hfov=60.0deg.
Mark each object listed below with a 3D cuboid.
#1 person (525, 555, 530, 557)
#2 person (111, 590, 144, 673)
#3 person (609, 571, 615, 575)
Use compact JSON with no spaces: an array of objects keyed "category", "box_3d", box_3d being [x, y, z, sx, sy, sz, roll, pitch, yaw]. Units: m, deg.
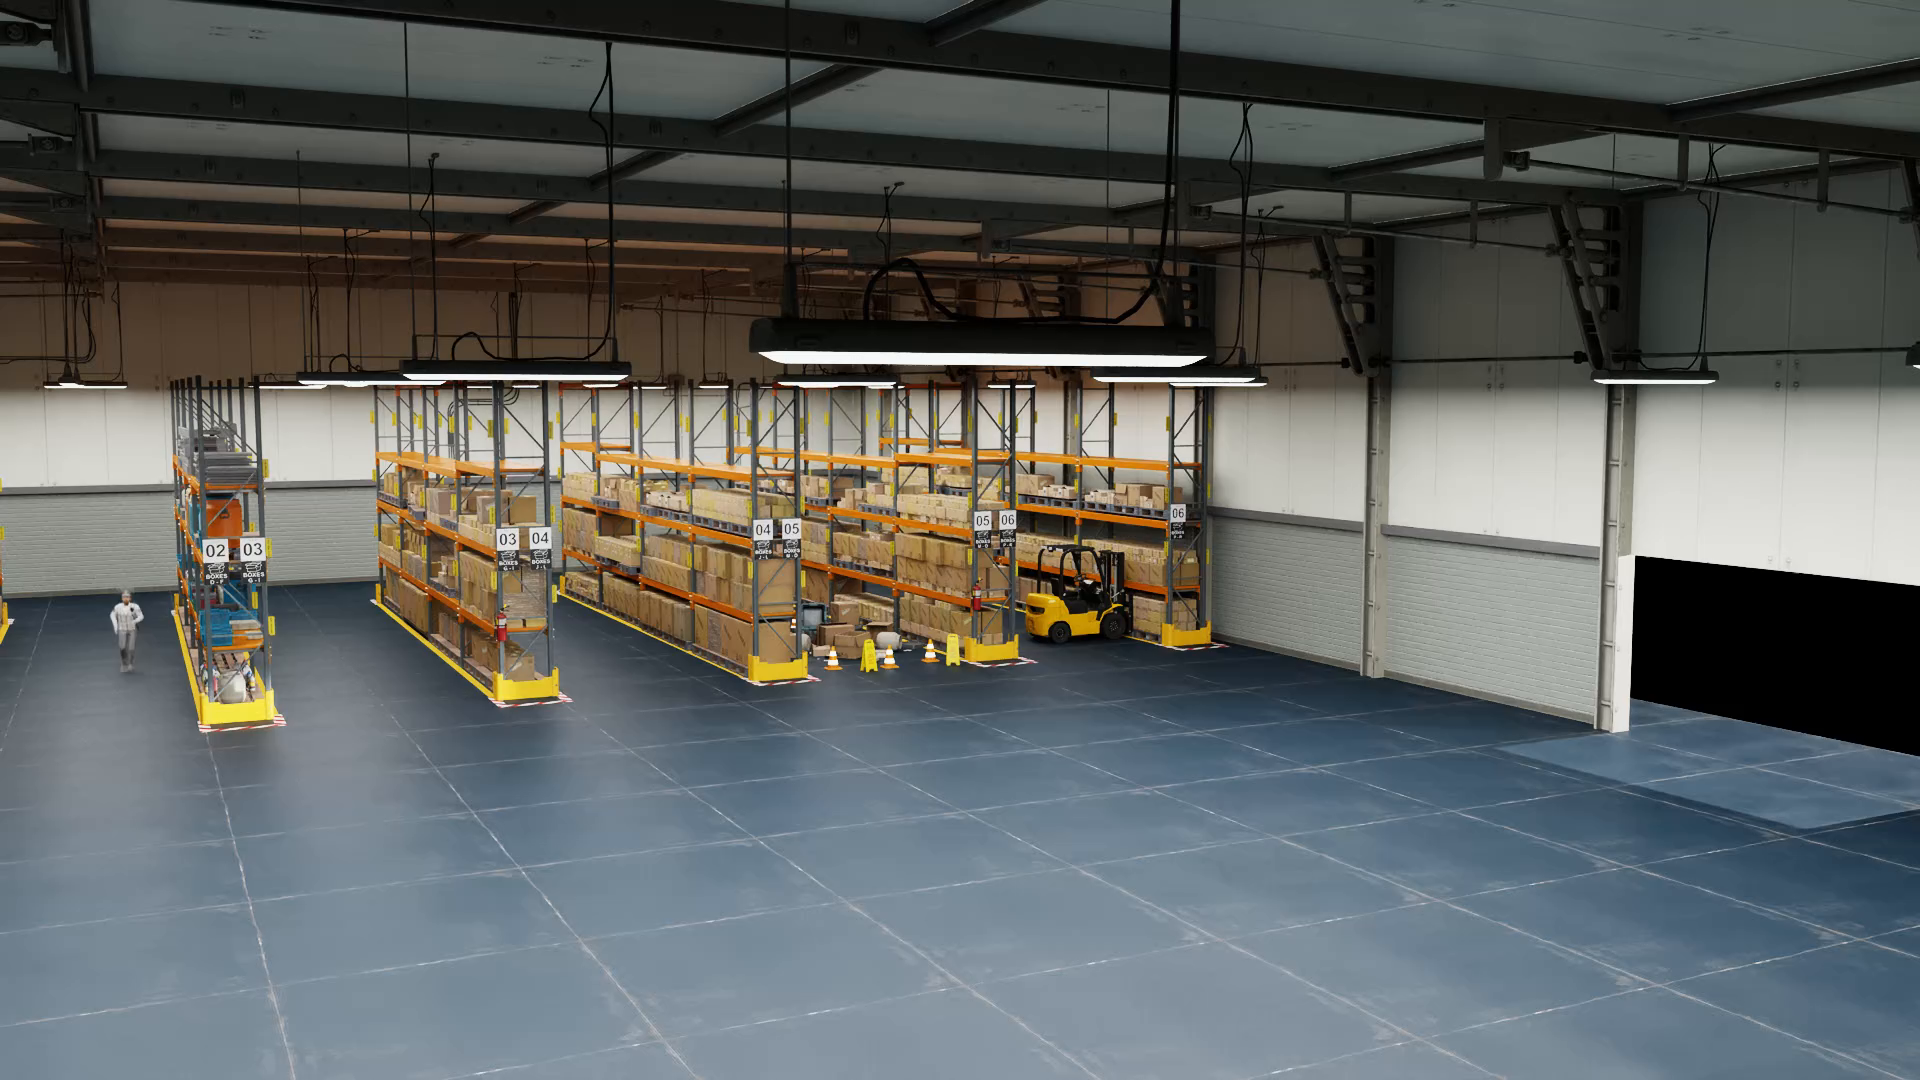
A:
[{"category":"person","box_3d":[-11.482,0.873,44.849,0.733,1.774,0.753,-2,5,-19]},{"category":"person","box_3d":[-17.004,1.873,33.983,0.608,1.711,0.672,-2,6,-25]},{"category":"person","box_3d":[-10.157,0.457,49.332,1.079,1.667,0.673,-2,6,-24]}]
